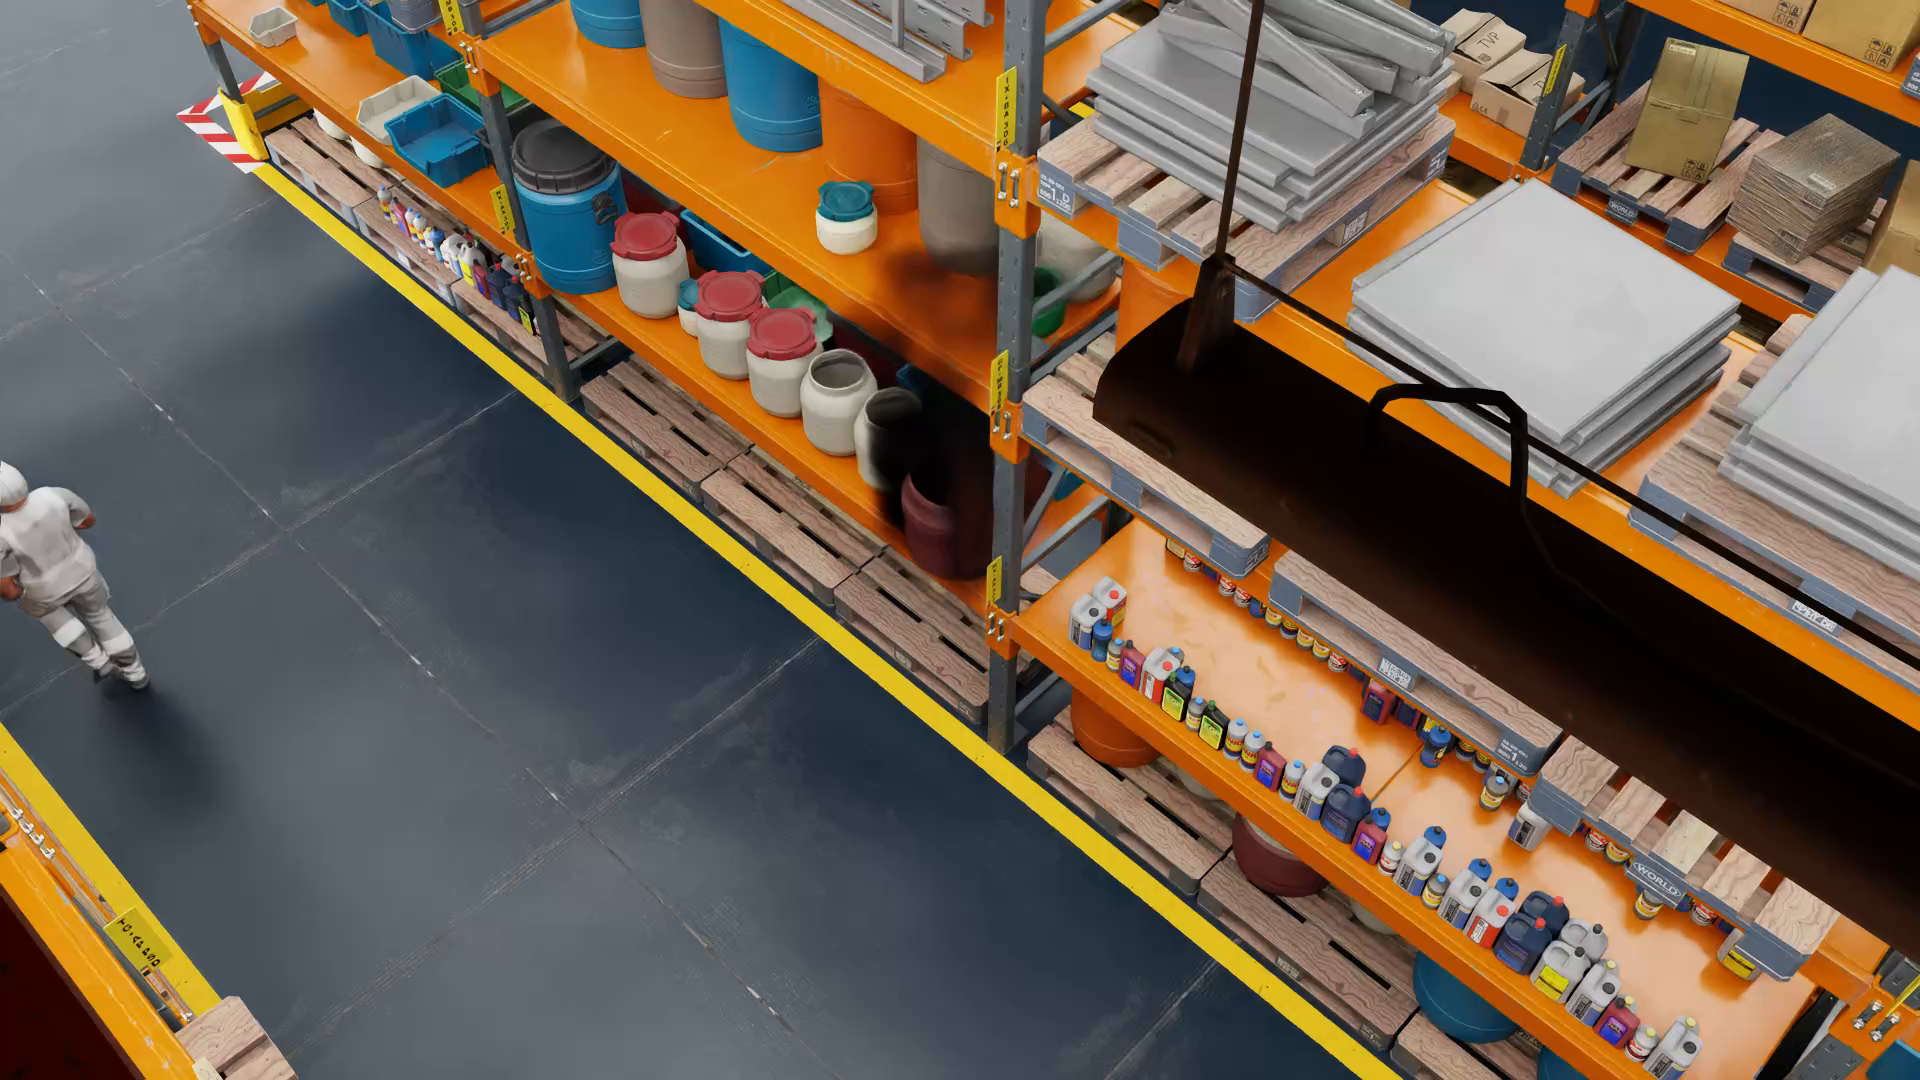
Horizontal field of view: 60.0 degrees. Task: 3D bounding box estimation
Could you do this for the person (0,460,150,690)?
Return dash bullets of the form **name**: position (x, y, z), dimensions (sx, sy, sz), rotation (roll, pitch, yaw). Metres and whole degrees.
- **person**: position (-4.974, 0.166, 9.086), dimensions (0.614, 1.742, 0.632), rotation (32, 57, 24)
